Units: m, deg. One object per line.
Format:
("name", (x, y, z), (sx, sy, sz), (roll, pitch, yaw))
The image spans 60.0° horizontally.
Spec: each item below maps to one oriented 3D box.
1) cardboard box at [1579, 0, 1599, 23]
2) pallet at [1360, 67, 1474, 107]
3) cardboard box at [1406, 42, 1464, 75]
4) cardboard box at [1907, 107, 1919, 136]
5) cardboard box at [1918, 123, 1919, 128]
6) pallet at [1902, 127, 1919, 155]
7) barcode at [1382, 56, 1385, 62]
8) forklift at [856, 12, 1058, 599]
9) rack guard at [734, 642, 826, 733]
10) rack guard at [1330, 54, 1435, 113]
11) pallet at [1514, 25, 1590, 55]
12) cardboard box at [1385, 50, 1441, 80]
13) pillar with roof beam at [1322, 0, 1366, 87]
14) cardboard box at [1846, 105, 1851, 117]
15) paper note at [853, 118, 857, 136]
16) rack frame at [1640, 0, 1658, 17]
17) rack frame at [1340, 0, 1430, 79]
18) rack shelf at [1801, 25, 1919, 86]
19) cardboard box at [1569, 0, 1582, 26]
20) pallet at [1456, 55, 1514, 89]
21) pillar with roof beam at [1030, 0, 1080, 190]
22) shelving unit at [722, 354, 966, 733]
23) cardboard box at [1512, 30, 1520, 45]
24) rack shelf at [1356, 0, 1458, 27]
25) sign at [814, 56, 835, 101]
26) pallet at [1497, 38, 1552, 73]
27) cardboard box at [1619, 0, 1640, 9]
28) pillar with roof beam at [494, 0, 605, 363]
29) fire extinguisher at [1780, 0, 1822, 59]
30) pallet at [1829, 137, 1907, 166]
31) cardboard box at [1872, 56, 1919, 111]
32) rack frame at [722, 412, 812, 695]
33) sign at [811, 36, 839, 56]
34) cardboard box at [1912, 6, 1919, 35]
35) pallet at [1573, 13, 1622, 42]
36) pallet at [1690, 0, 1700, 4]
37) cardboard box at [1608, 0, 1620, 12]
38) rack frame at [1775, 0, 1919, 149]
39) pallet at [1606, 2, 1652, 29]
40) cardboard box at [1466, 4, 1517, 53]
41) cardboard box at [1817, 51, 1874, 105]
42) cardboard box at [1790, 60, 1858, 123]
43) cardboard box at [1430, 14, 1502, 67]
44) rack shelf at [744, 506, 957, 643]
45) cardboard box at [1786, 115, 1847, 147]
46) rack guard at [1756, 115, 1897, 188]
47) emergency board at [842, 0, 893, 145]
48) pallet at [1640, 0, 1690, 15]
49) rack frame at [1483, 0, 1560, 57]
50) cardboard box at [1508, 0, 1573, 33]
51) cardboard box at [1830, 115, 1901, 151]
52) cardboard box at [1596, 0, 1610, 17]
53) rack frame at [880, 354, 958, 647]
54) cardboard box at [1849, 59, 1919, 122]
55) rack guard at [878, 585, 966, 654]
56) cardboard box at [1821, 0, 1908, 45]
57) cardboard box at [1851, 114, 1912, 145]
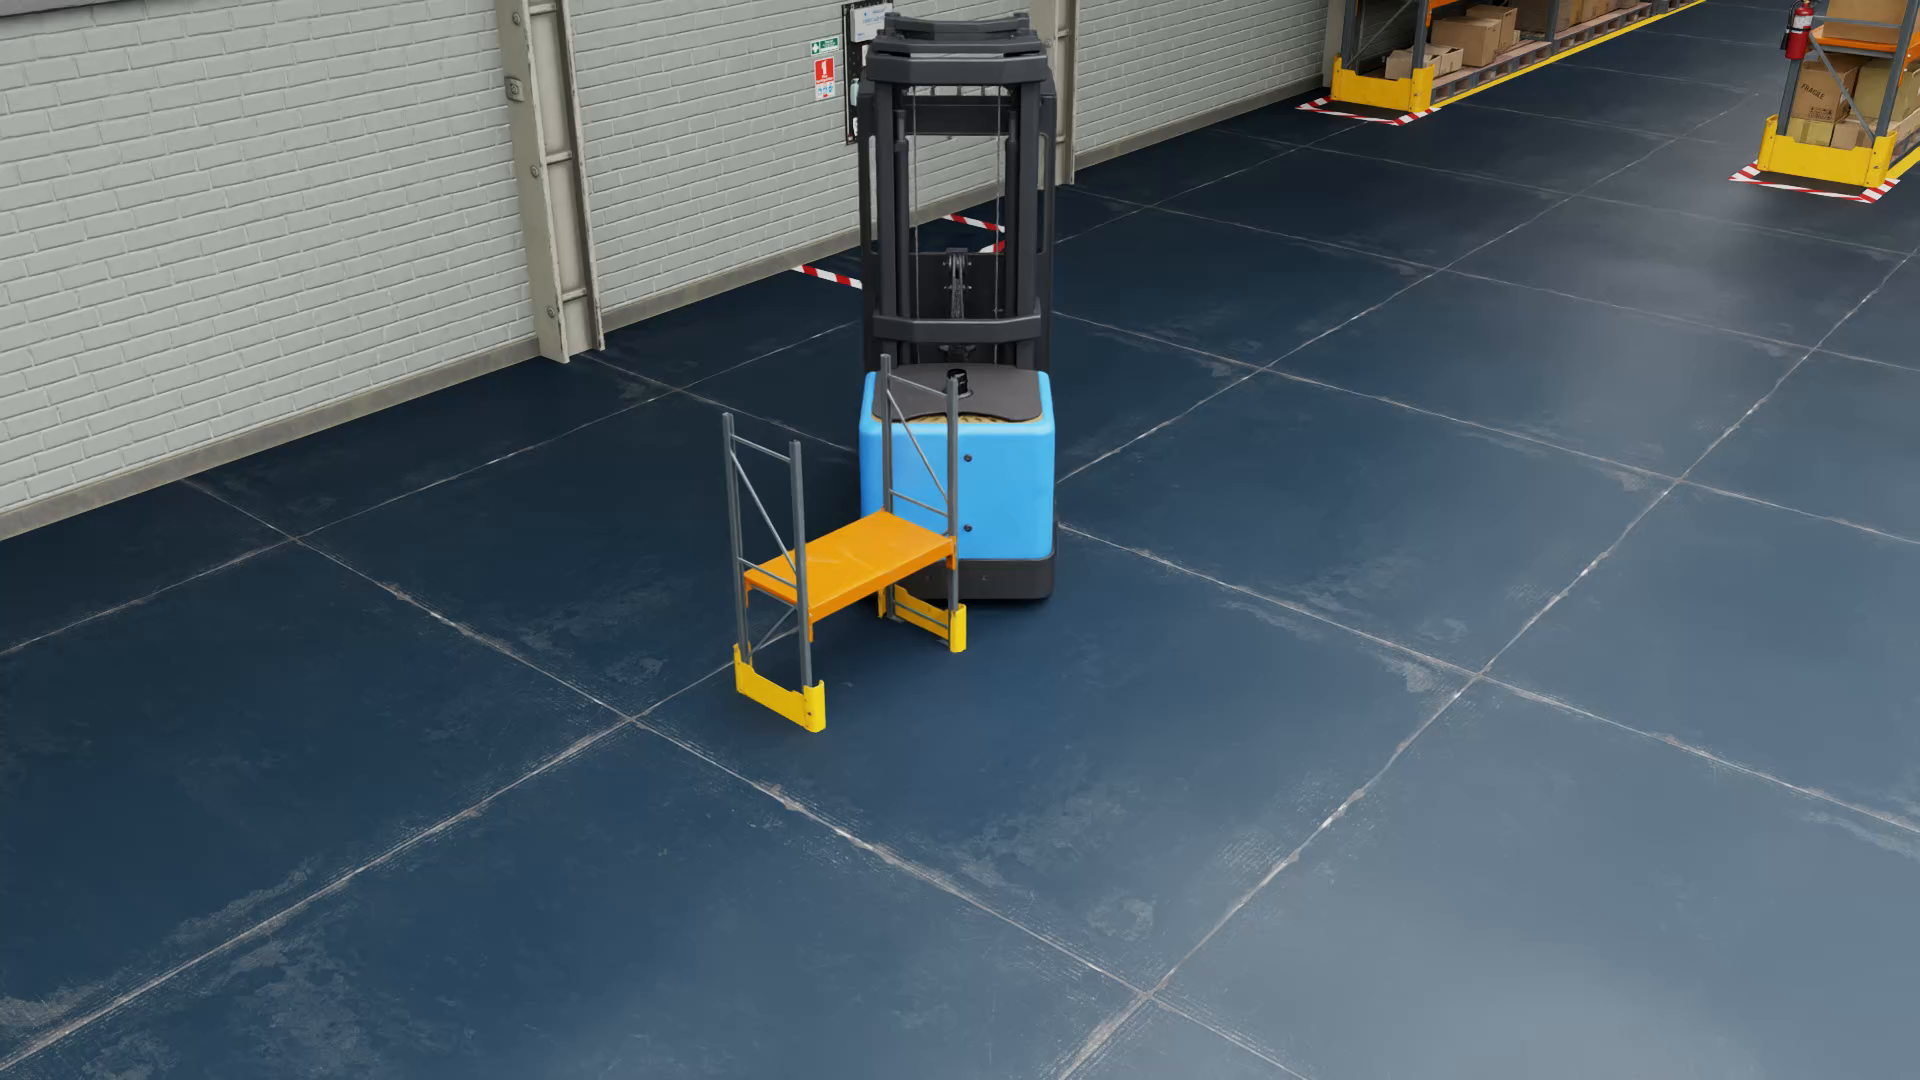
("cardboard box", (8.585, -7.639, 23.493), (0.700, 0.500, 0.500), (21, 34, 35))
("pallet", (5.532, -5.569, 20.285), (1.003, 0.211, 1.213), (21, 34, 34))
("cardboard box", (5.812, -5.925, 20.386), (0.500, 0.311, 0.500), (24, 36, 38))
("cardboard box", (9.911, -4.502, 17.724), (0.500, 0.250, 0.500), (21, 34, 34))
("cardboard box", (10.233, -4.678, 18.064), (0.500, 0.250, 0.500), (21, 34, 34))
("pallet", (9.995, -4.532, 18.280), (1.003, 0.211, 1.213), (21, 34, 34))
("barcode", (5.152, -5.850, 20.232), (0.001, 0.075, 0.075), (21, 34, 34))
("forklift", (-0.018, -1.615, 9.682), (1.130, 2.935, 3.031), (0, 27, 0))
("rack guard", (-0.882, 0.711, 8.103), (0.587, 0.250, 0.087), (23, 35, 37))
("rack guard", (4.988, -5.419, 19.682), (1.175, 0.500, 0.348), (21, 34, 34))
("pallet", (7.978, -6.959, 22.972), (1.003, 0.211, 1.213), (21, 34, 34))
("cardboard box", (5.450, -5.723, 19.995), (0.500, 0.311, 0.500), (17, 32, 29))
("pillar with roof beam", (8.040, -8.410, 16.213), (9.100, 9.000, 0.400), (21, 34, 34))
("cardboard box", (9.187, -4.479, 17.679), (0.500, 0.250, 0.500), (21, 34, 34))
("paper note", (-0.866, -3.578, 14.360), (0.016, 0.148, 0.142), (21, 34, 34))
("rack frame", (10.029, -9.339, 24.538), (1.000, 3.000, 0.127), (21, 34, 34))
("rack frame", (4.940, -6.503, 19.055), (1.000, 3.000, 0.127), (21, 34, 34))
("rack shelf", (10.037, -5.446, 17.795), (1.077, 0.370, 4.000), (21, 34, 34))
("cardboard box", (8.230, -7.470, 23.166), (0.700, 0.500, 0.500), (20, 33, 33))
("pallet", (6.309, -5.999, 21.117), (1.003, 0.211, 1.213), (21, 34, 34))
("pillar with roof beam", (4.223, -6.283, 12.101), (9.100, 9.000, 0.400), (21, 34, 34))
("shelving unit", (-0.543, -0.011, 8.140), (0.587, 1.500, 1.083), (23, 35, 37))
("cardboard box", (7.167, -6.659, 21.963), (0.380, 0.166, 0.250), (16, 31, 28))
("rack shelf", (6.212, -6.892, 20.591), (1.077, 0.370, 4.000), (21, 34, 34))
("sign", (-1.131, -3.861, 13.911), (0.001, 0.329, 0.234), (21, 34, 34))
("pallet", (7.084, -6.434, 21.957), (1.003, 0.211, 1.213), (21, 34, 34))
("cardboard box", (9.611, -8.154, 24.489), (0.700, 0.500, 0.500), (21, 34, 35))
("pillar with roof beam", (0.407, -4.155, 7.989), (9.100, 9.000, 0.400), (21, 34, 34))
("fire extinguisher", (8.331, -5.116, 16.459), (0.296, 0.674, 0.183), (21, 34, 34))
("pallet", (9.219, -4.101, 17.448), (1.003, 0.211, 1.213), (21, 34, 34))
("cardboard box", (9.902, -4.839, 17.558), (0.500, 0.500, 0.500), (21, 34, 34))
("rack frame", (-0.895, 0.163, 7.803), (0.500, 1.500, 0.032), (23, 35, 37))
("sign", (-1.121, -4.096, 13.787), (0.001, 0.109, 0.331), (21, 34, 34))
("cardboard box", (9.402, -5.450, 16.912), (0.700, 0.500, 0.500), (22, 34, 36))
("pallet", (8.754, -7.393, 23.812), (1.003, 0.211, 1.213), (21, 34, 34))
("pallet", (11.364, -8.789, 26.509), (1.003, 0.211, 1.213), (21, 34, 34))
("cardboard box", (9.193, -8.005, 24.201), (0.700, 0.500, 0.500), (21, 34, 34))
("rack frame", (8.765, -5.056, 16.259), (1.000, 3.000, 0.127), (21, 34, 34))
("pallet", (9.530, -7.824, 24.644), (1.003, 0.211, 1.213), (21, 34, 34))
("cardboard box", (6.855, -6.626, 21.536), (0.500, 0.500, 0.500), (18, 32, 31))
("cardboard box", (9.501, -4.991, 17.852), (0.500, 0.500, 0.500), (21, 34, 34))
("cardboard box", (8.876, -4.632, 17.158), (0.500, 0.500, 0.500), (21, 34, 34))
("cardboard box", (6.317, -6.254, 20.817), (0.700, 0.500, 0.500), (18, 33, 31))
("rack shelf", (-0.549, 0.151, 8.217), (0.538, 0.185, 1.000), (23, 35, 37))
("cardboard box", (8.878, -4.298, 17.329), (0.500, 0.250, 0.500), (21, 34, 34))
("rack guard", (8.750, -3.938, 16.817), (1.175, 0.500, 0.348), (21, 34, 34))
("emergency board", (-0.700, -4.011, 14.240), (0.194, 1.169, 0.643), (21, 34, 34))
("pallet", (10.588, -8.358, 25.677), (1.003, 0.211, 1.213), (21, 34, 34))
("rack frame", (7.484, -7.921, 21.797), (1.000, 3.000, 0.127), (21, 34, 34))
("cardboard box", (7.940, -7.272, 22.784), (0.700, 0.500, 0.500), (22, 35, 36))
("cardboard box", (9.278, -4.147, 17.036), (0.500, 0.250, 0.500), (21, 34, 34))
("cardboard box", (8.899, -7.821, 23.845), (0.700, 0.500, 0.500), (21, 34, 34))
("rack frame", (-0.204, -0.180, 8.465), (0.500, 1.500, 0.032), (23, 35, 37))
("cardboard box", (9.594, -4.658, 17.208), (0.500, 0.500, 0.500), (21, 34, 34))
("rack guard", (-0.205, 0.376, 8.751), (0.587, 0.250, 0.087), (23, 35, 37))
("cardboard box", (9.072, -5.262, 16.549), (0.700, 0.500, 0.500), (21, 34, 34))
("cardboard box", (9.593, -4.325, 17.381), (0.500, 0.250, 0.500), (21, 34, 34))
